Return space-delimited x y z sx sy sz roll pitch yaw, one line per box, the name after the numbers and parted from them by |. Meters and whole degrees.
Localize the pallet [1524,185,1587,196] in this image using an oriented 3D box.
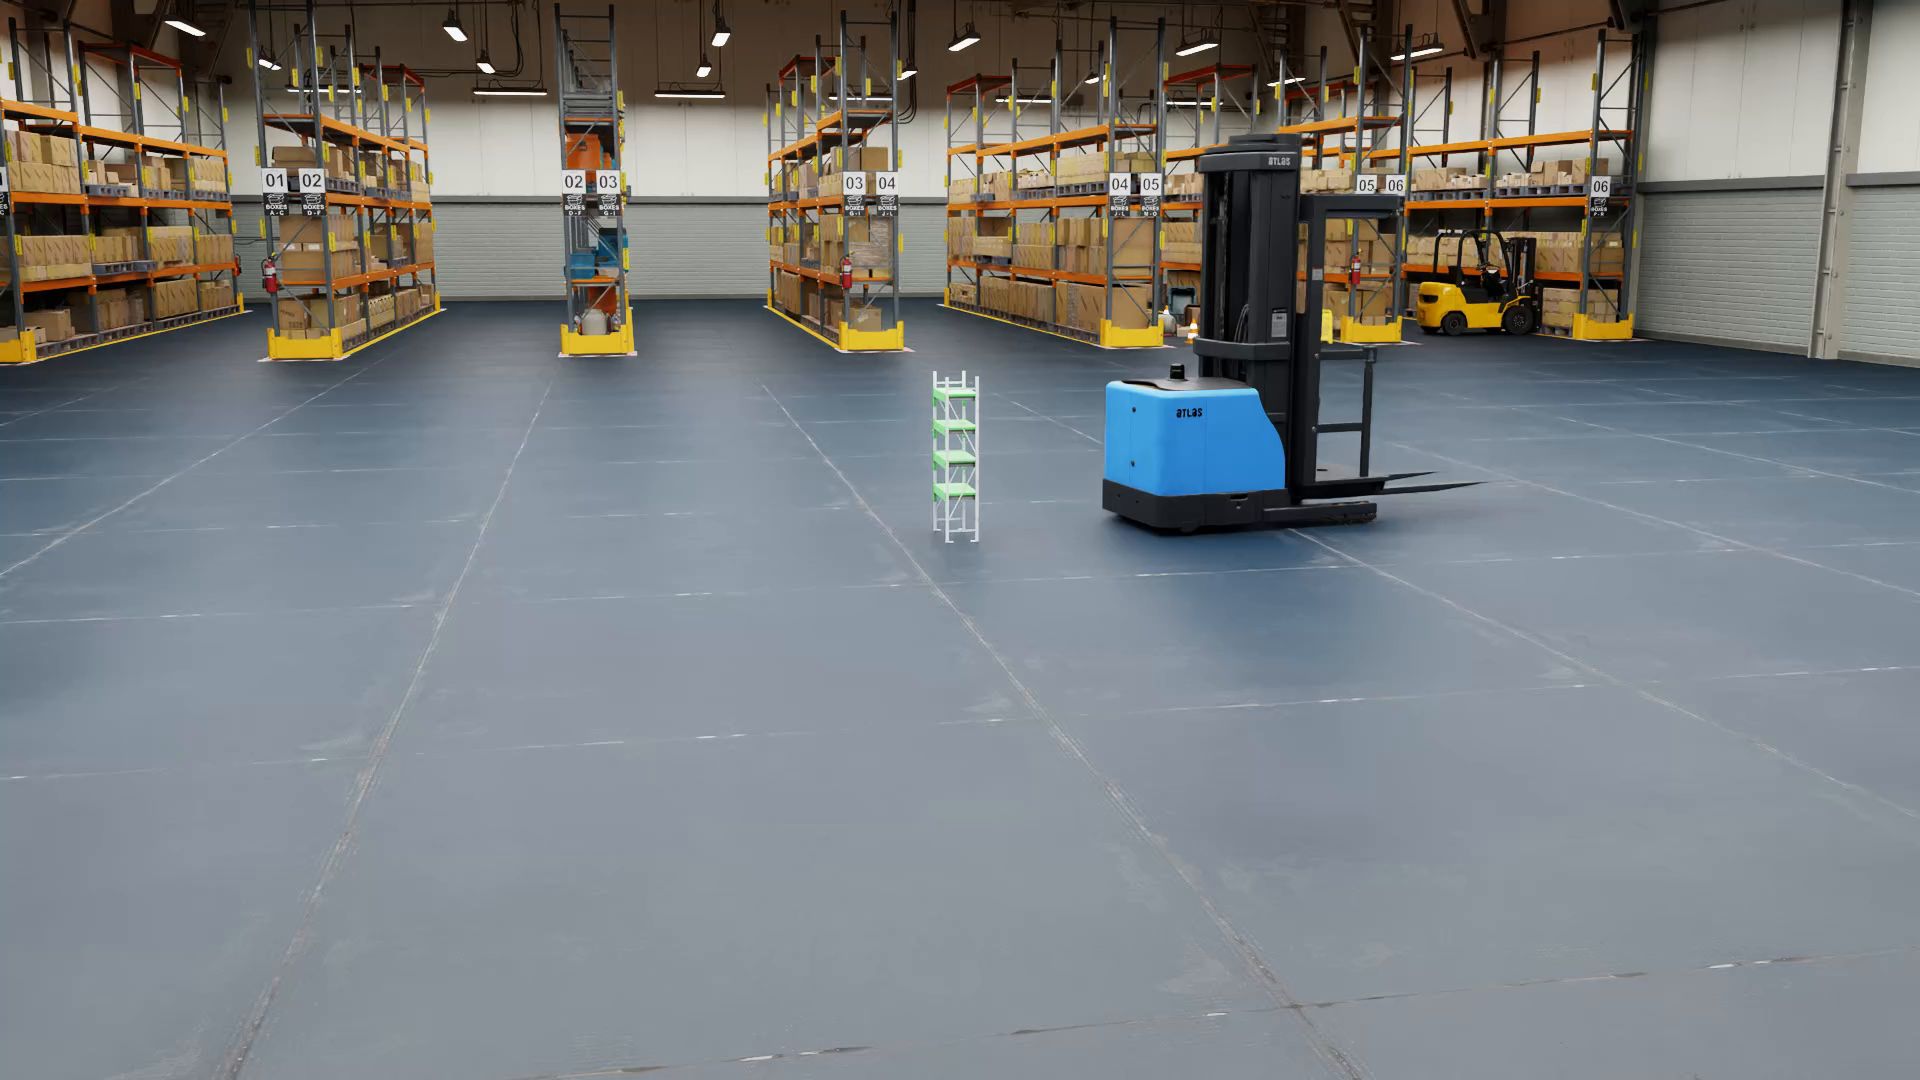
12.609 -7.333 34.915 1.003 0.211 1.213 -2 11 -11 | pallet

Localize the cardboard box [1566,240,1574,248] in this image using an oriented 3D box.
12.540 -6.015 33.774 0.380 0.149 0.250 -2 11 -10 | cardboard box

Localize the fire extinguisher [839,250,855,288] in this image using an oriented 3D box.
-2.057 -4.931 30.287 0.296 0.674 0.183 -2 11 -11 | fire extinguisher

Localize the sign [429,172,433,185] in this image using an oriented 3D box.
-13.909 -9.506 43.730 0.100 0.325 0.005 -2 11 -11 | sign

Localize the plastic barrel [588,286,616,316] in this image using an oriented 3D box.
-8.154 -5.523 37.872 0.600 0.830 0.708 -2 11 -11 | plastic barrel

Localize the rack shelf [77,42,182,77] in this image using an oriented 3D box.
-18.149 -10.526 36.470 1.077 0.370 4.000 -2 11 -11 | rack shelf

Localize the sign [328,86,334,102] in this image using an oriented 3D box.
-13.432 -9.537 35.529 0.100 0.325 0.005 -2 11 -11 | sign

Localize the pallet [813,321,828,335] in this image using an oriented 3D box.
-2.558 -4.513 35.343 1.003 0.211 1.213 -2 11 -11 | pallet

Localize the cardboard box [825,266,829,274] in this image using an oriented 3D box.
-2.481 -5.382 33.124 0.380 0.149 0.250 -2 11 -11 | cardboard box

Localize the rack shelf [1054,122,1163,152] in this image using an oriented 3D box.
2.869 -7.932 32.799 1.077 0.370 4.000 -2 11 -11 | rack shelf

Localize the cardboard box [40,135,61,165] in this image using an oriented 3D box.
-16.389 -6.946 29.649 0.500 0.500 0.500 -3 11 -13 | cardboard box

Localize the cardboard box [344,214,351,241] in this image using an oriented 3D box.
-11.931 -5.893 31.399 0.700 0.500 0.500 -2 11 -11 | cardboard box

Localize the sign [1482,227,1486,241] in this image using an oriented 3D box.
11.653 -6.790 36.964 0.100 0.325 0.005 -2 11 -11 | sign

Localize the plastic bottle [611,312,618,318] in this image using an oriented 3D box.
-6.756 -4.273 32.531 0.144 0.351 0.185 -2 11 -11 | plastic bottle

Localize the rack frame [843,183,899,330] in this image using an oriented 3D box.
-1.627 -5.006 30.478 1.000 3.000 0.127 -2 11 -11 | rack frame

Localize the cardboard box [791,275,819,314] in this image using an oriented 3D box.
-3.297 -5.764 39.015 1.225 0.875 0.875 -3 11 -14 | cardboard box

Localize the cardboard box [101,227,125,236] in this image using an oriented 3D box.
-18.102 -6.581 35.626 0.500 0.250 0.500 -2 11 -9 | cardboard box

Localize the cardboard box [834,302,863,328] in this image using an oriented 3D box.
-2.248 -4.539 33.583 0.500 0.500 0.500 1 11 7 | cardboard box

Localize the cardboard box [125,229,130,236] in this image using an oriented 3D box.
-17.663 -6.455 34.909 0.380 0.149 0.250 -4 11 -18 | cardboard box

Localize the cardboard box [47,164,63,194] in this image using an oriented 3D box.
-16.410 -6.455 29.745 0.500 0.500 0.500 -3 11 -13 | cardboard box

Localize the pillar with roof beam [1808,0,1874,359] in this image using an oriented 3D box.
10.654 -7.399 27.001 9.100 9.000 0.400 -2 11 -11 | pillar with roof beam

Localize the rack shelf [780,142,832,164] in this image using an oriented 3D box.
-3.572 -9.238 39.657 1.077 0.370 4.000 -2 11 -11 | rack shelf

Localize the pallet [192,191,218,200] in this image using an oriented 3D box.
-18.920 -8.471 40.893 1.003 0.211 1.213 -2 11 -11 | pallet

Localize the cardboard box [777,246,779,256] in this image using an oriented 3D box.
-4.507 -7.540 43.392 0.500 0.250 0.500 -2 11 -10 | cardboard box

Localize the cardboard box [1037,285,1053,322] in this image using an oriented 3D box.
2.271 -5.114 35.934 1.050 0.750 0.750 -2 11 -11 | cardboard box

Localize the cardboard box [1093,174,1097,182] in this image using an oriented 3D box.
2.762 -6.916 31.768 0.380 0.149 0.250 -2 11 -10 | cardboard box

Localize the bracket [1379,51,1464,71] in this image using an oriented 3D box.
11.613 -12.060 41.865 0.076 0.066 4.783 -2 11 -11 | bracket

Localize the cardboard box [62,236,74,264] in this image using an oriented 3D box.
-16.396 -5.245 30.071 0.500 0.500 0.500 -2 11 -13 | cardboard box

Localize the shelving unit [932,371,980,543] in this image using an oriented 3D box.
-0.032 -0.620 12.244 0.258 1.200 0.503 -2 11 -11 | shelving unit

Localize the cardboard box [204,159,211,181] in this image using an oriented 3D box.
-18.609 -9.016 40.526 0.500 0.500 0.500 -2 11 -11 | cardboard box

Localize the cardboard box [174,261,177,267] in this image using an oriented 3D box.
-17.990 -6.267 37.719 0.380 0.149 0.250 -2 11 -13 | cardboard box

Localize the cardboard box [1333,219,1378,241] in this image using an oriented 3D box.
7.780 -6.139 32.691 0.700 0.500 0.500 -2 11 -12 | cardboard box

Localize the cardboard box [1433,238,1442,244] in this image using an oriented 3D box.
11.440 -7.078 39.357 0.380 0.149 0.250 -2 11 -10 | cardboard box

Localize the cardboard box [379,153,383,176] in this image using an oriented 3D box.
-13.079 -8.302 36.827 0.500 0.500 0.500 -2 11 -11 | cardboard box

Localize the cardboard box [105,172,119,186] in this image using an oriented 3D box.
-17.598 -7.226 33.788 0.797 0.503 0.637 -1 11 -3 | cardboard box

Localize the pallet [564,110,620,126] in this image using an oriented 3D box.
-6.835 -7.843 30.913 1.003 0.211 1.213 -2 11 -11 | pallet

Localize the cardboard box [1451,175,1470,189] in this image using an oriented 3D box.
11.655 -8.232 38.247 0.500 0.311 0.500 -3 11 -13 | cardboard box

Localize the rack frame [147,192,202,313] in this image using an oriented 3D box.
-18.537 -6.667 39.202 1.000 3.000 0.127 -2 11 -11 | rack frame

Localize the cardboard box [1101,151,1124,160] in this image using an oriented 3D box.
2.859 -7.215 31.208 0.380 0.149 0.250 -2 11 -10 | cardboard box

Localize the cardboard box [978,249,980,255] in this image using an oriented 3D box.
0.654 -7.266 41.900 0.380 0.149 0.250 -2 11 -11 | cardboard box

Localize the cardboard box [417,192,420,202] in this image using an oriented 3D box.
-13.720 -8.529 41.366 0.500 0.250 0.500 -2 11 -11 | cardboard box

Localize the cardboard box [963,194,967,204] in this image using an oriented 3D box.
0.378 -9.034 44.019 0.500 0.250 0.500 -2 11 -12 | cardboard box

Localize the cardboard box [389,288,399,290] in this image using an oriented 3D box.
-14.068 -5.930 40.839 0.500 0.500 0.500 -2 11 -11 | cardboard box

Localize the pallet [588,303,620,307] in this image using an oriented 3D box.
-9.241 -6.015 43.234 1.003 0.211 1.213 -2 11 -11 | pallet

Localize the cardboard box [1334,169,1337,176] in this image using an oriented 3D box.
7.659 -7.303 33.062 0.380 0.149 0.250 -2 11 -11 | cardboard box

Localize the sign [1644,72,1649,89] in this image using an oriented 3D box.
13.507 -9.051 32.760 0.100 0.325 0.005 -2 11 -11 | sign

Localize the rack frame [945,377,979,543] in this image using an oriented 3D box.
0.015 -0.575 12.009 0.240 1.200 0.015 -2 11 -11 | rack frame

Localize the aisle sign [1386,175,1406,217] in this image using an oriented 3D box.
8.410 -6.644 32.128 0.394 0.787 0.004 -2 11 -11 | aisle sign

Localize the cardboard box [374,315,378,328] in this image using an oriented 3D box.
-12.057 -4.413 33.590 0.500 0.250 0.500 -2 11 -10 | cardboard box

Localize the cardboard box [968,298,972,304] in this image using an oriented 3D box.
0.430 -6.331 43.940 0.380 0.149 0.250 -2 11 -13 | cardboard box

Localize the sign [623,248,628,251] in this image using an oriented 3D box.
-6.722 -5.714 33.454 0.100 0.325 0.005 -2 11 -11 | sign

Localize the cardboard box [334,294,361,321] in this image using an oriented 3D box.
-11.733 -4.435 31.702 0.500 0.500 0.500 -2 11 -11 | cardboard box

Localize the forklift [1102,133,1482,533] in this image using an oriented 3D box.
2.694 -1.643 12.992 3.031 2.935 1.130 -4 12 -21 | forklift

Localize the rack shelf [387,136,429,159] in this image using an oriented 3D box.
-14.068 -9.807 41.586 1.077 0.370 4.000 -2 11 -11 | rack shelf

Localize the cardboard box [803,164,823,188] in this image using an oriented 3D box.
-3.144 -7.961 36.375 0.500 0.500 0.500 -2 11 -13 | cardboard box
